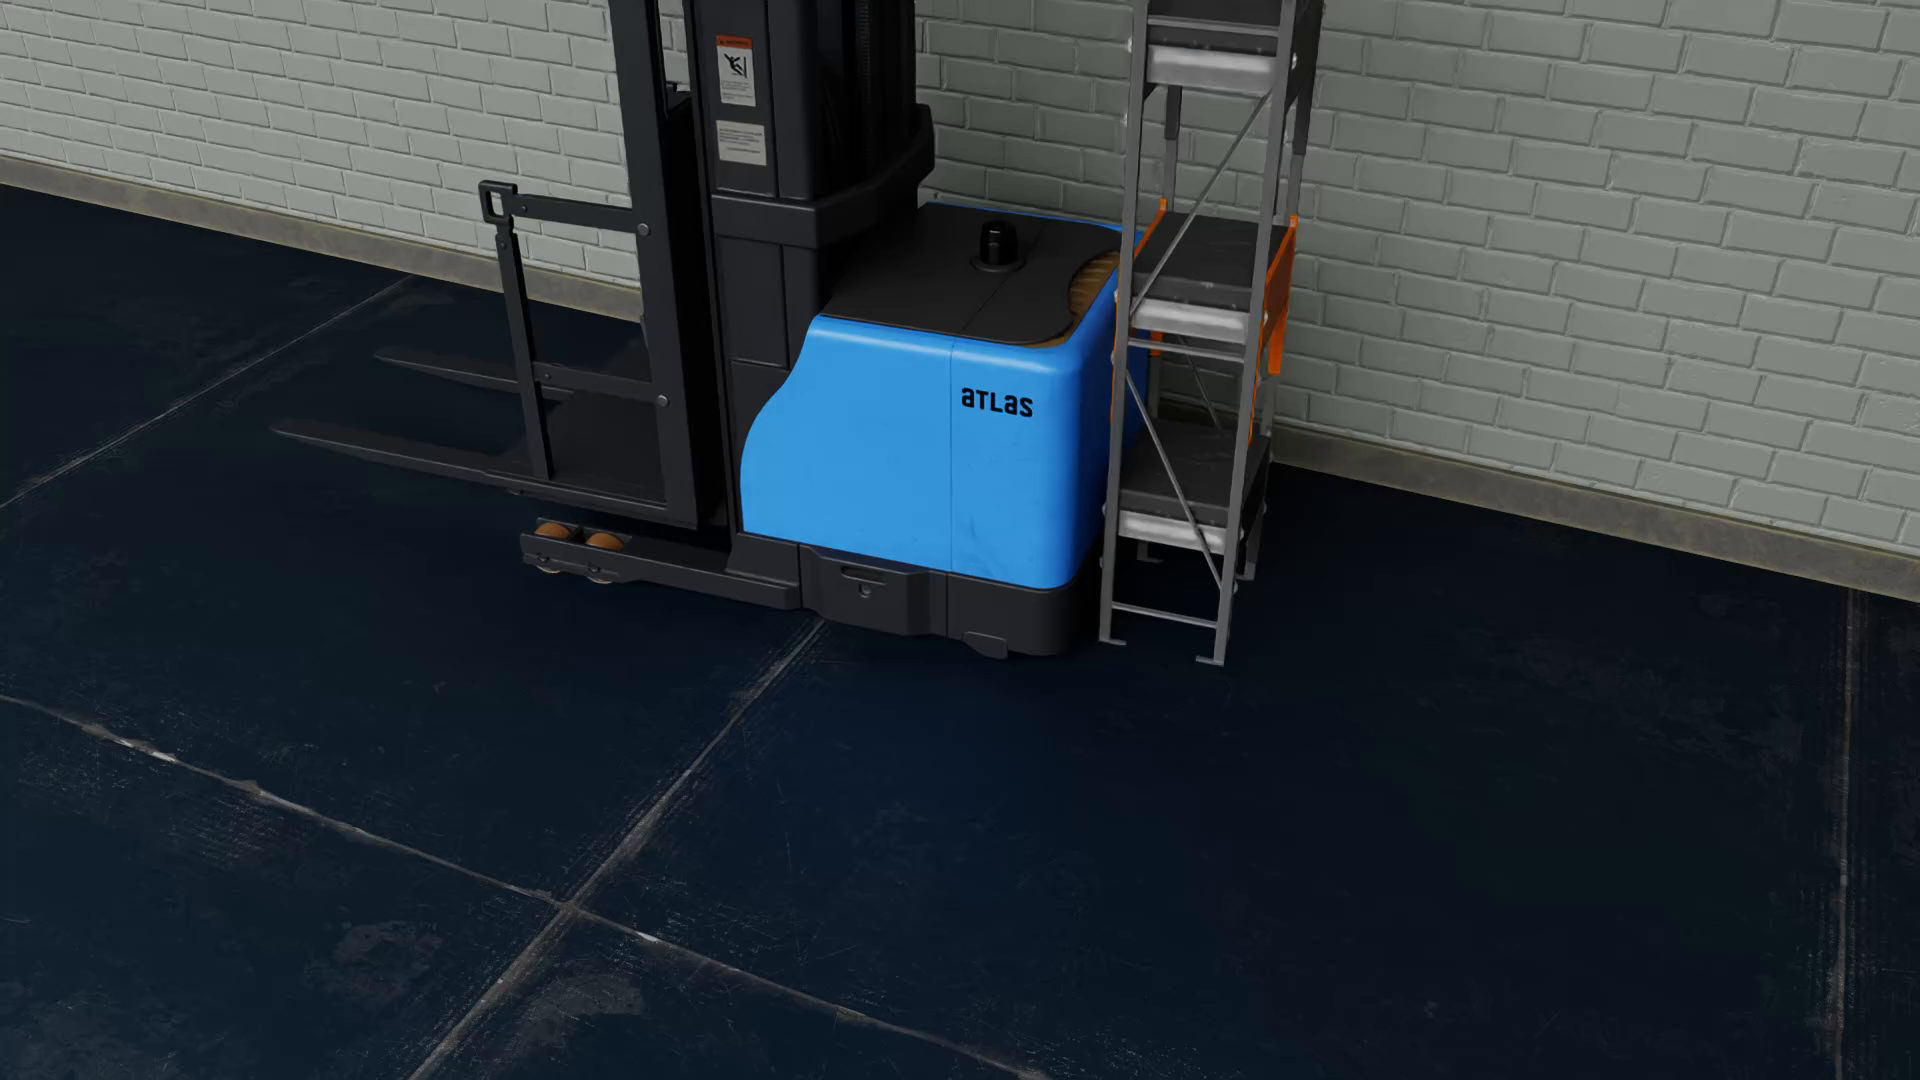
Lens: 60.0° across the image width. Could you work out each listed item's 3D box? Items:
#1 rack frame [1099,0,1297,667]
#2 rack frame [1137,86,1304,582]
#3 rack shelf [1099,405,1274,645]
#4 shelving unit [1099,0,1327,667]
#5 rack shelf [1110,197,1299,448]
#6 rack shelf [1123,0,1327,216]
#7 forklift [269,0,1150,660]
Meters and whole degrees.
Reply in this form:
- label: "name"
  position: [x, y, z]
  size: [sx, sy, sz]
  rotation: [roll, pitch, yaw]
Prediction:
- label: "rack frame"
  position: [0.630, -0.525, 4.636]
  size: [0.400, 2.100, 0.015]
  rotation: [11, 35, 16]
- label: "rack frame"
  position: [0.791, -0.778, 5.022]
  size: [0.400, 2.100, 0.015]
  rotation: [11, 35, 16]
- label: "rack shelf"
  position: [0.710, -0.055, 5.220]
  size: [0.431, 0.518, 0.480]
  rotation: [11, 35, 16]
- label: "shelving unit"
  position: [0.710, -0.652, 4.829]
  size: [0.431, 2.100, 0.503]
  rotation: [11, 35, 16]
- label: "rack shelf"
  position: [0.710, -0.640, 4.836]
  size: [0.431, 0.518, 0.480]
  rotation: [11, 35, 16]
- label: "rack shelf"
  position: [0.710, -1.226, 4.453]
  size: [0.431, 0.518, 0.480]
  rotation: [11, 35, 16]
- label: "forklift"
  position: [-0.938, -1.340, 5.120]
  size: [3.031, 2.935, 1.130]
  rotation: [11, 35, 16]
